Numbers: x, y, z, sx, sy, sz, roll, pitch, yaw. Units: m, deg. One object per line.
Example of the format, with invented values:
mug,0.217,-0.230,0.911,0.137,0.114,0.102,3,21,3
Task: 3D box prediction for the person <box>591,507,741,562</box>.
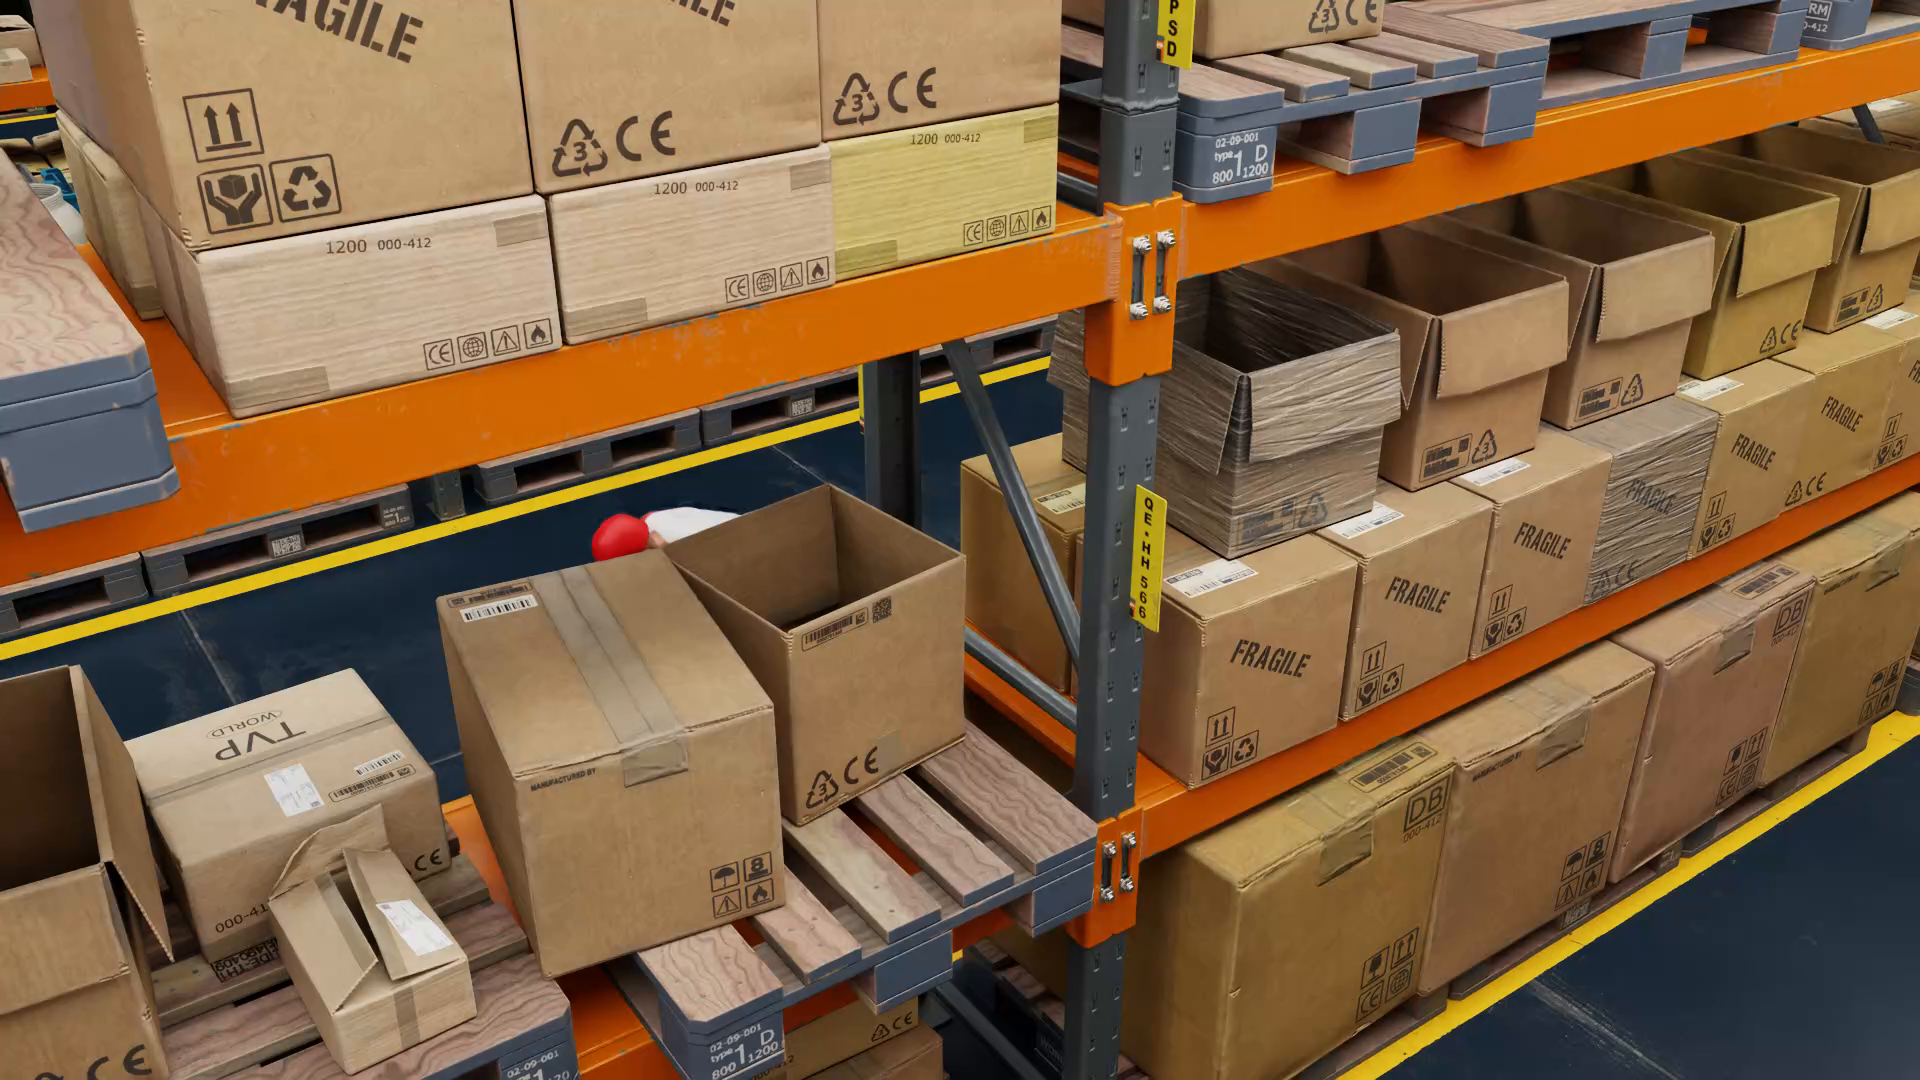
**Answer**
person,-0.976,0.272,6.386,0.872,1.041,0.579,-19,34,-31
